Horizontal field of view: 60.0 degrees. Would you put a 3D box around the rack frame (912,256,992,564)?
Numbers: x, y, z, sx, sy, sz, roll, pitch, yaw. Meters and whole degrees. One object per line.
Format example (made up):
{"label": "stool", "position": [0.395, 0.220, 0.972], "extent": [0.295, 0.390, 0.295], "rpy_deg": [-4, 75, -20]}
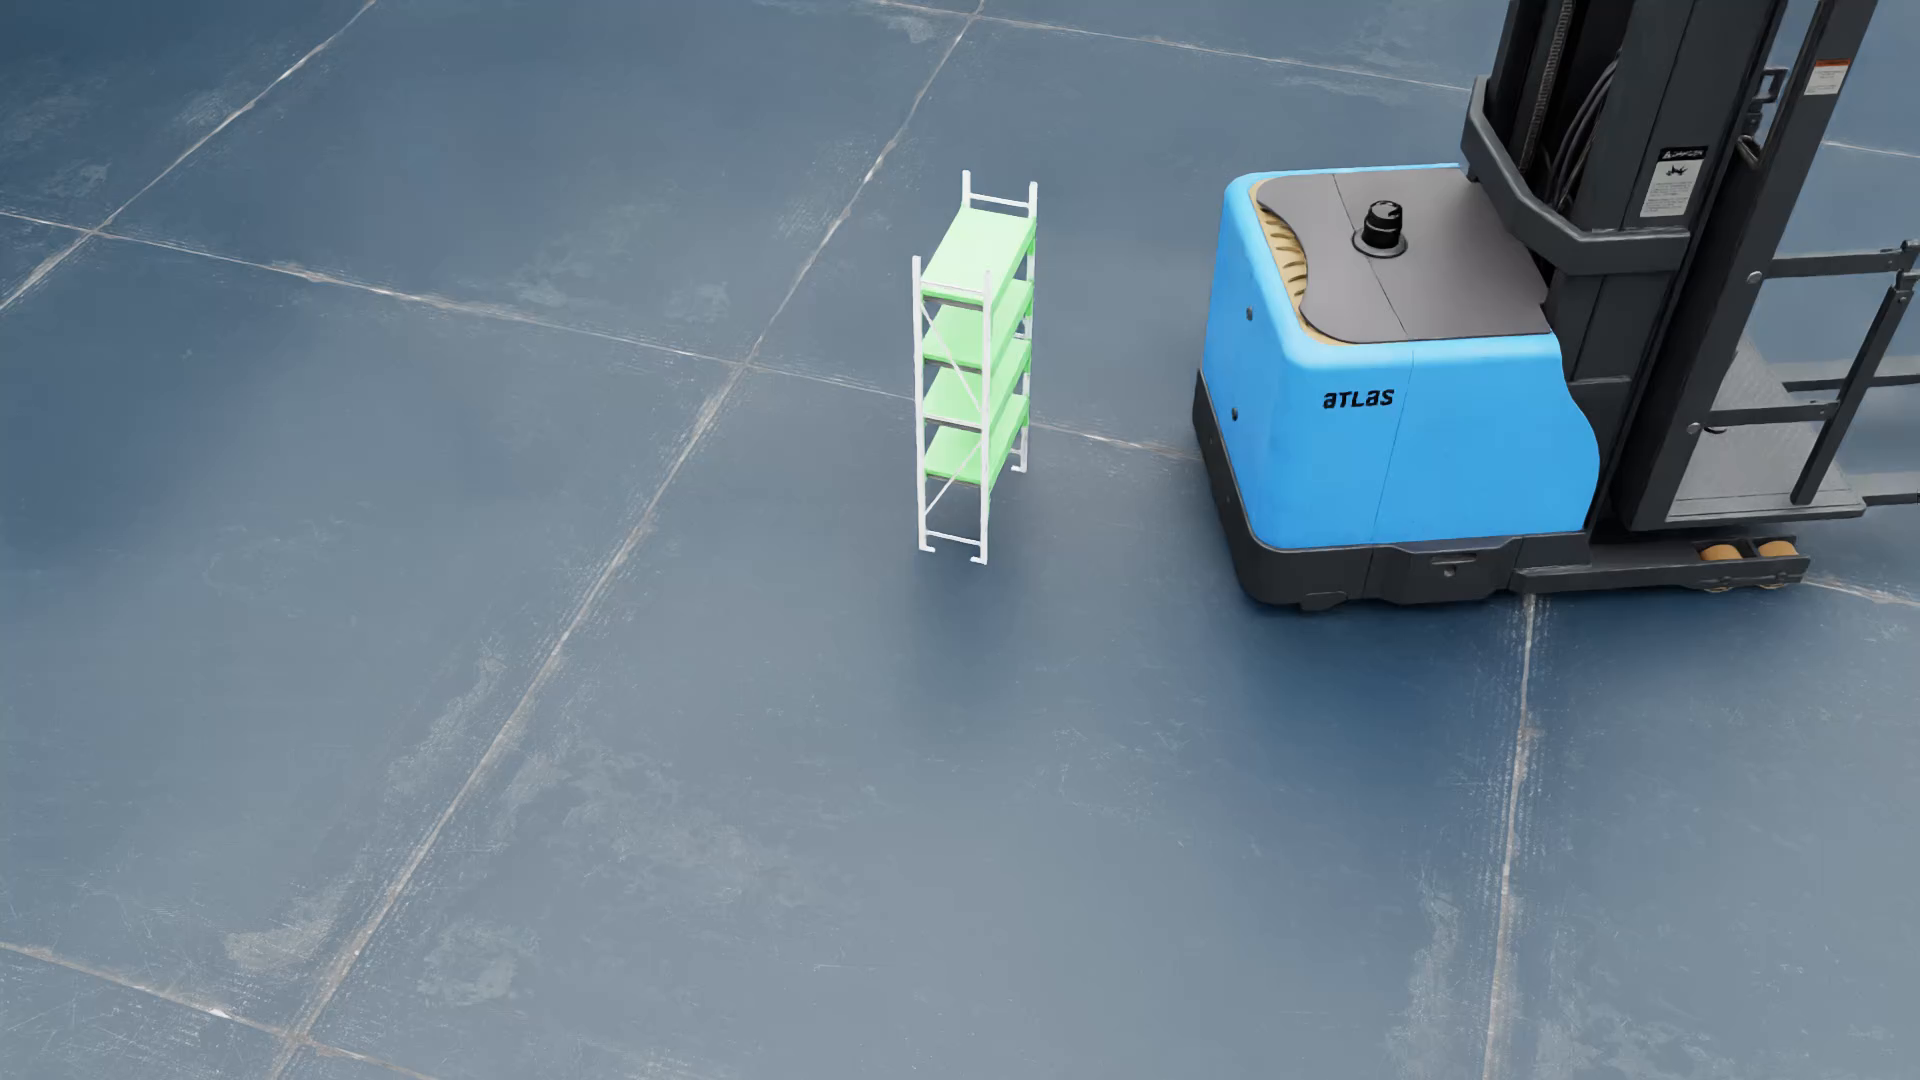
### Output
{"label": "rack frame", "position": [-0.024, -0.377, 5.277], "extent": [0.240, 1.200, 0.015], "rpy_deg": [13, 46, 12]}

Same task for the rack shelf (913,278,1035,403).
{"label": "rack shelf", "position": [0.050, -0.665, 5.320], "extent": [0.258, 0.148, 0.480], "rpy_deg": [13, 46, 12]}

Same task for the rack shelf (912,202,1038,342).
{"label": "rack shelf", "position": [0.050, -0.837, 5.152], "extent": [0.258, 0.148, 0.480], "rpy_deg": [13, 46, 12]}

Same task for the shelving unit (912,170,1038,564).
{"label": "shelving unit", "position": [0.050, -0.539, 5.443], "extent": [0.258, 1.200, 0.503], "rpy_deg": [13, 46, 12]}

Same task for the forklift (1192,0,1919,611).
{"label": "forklift", "position": [2.398, -1.240, 4.921], "extent": [3.031, 2.935, 1.130], "rpy_deg": [-4, 44, -4]}

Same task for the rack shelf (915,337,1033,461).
{"label": "rack shelf", "position": [0.050, -0.494, 5.488], "extent": [0.258, 0.148, 0.480], "rpy_deg": [13, 46, 12]}

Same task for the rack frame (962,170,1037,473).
{"label": "rack frame", "position": [0.124, -0.702, 5.609], "extent": [0.240, 1.200, 0.015], "rpy_deg": [13, 46, 12]}

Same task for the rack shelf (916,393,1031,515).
{"label": "rack shelf", "position": [0.050, -0.322, 5.656], "extent": [0.258, 0.148, 0.480], "rpy_deg": [13, 46, 12]}
